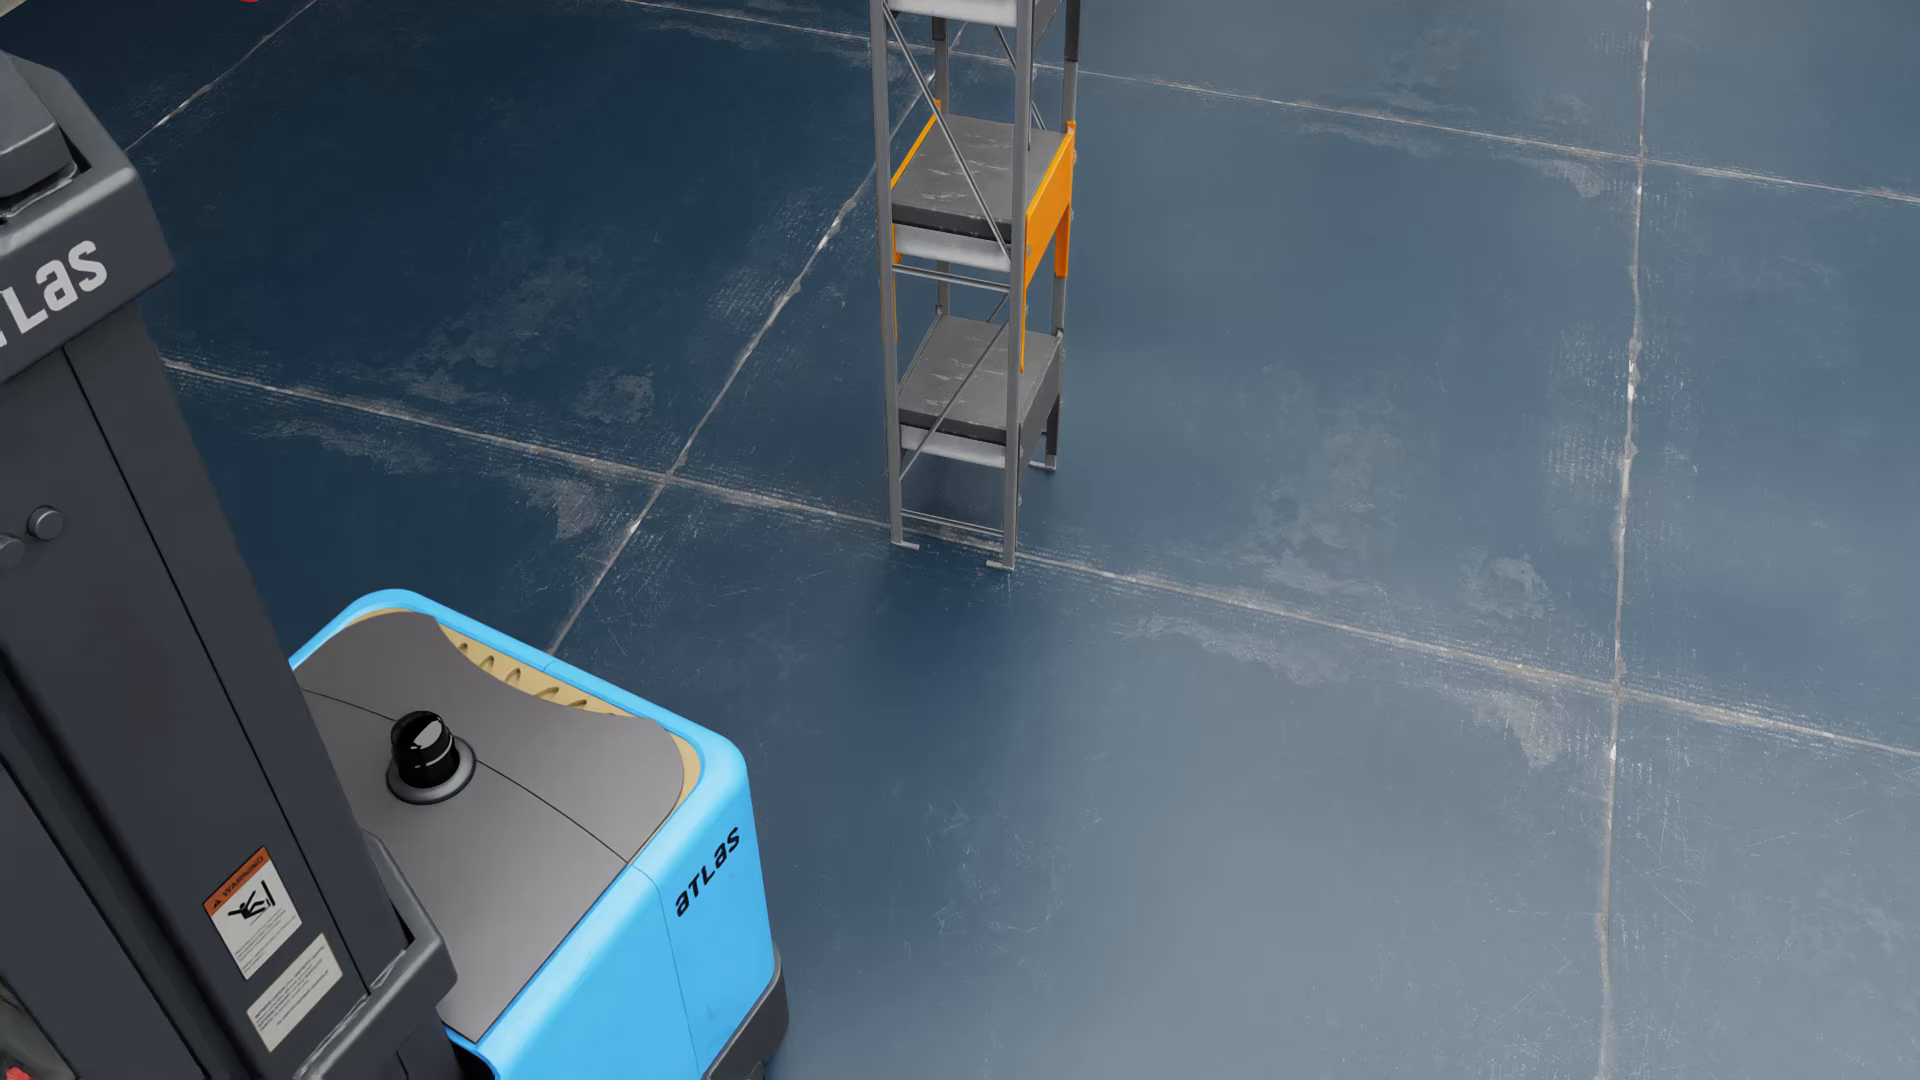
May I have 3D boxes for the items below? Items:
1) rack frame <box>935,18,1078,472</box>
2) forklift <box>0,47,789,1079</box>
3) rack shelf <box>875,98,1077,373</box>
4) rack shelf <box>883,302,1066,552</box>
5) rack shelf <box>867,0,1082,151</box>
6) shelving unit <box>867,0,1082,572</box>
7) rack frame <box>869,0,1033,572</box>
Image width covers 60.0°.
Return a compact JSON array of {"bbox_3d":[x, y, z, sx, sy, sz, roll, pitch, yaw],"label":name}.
[{"bbox_3d":[0.124,-1.023,4.795,0.400,2.100,0.015,13,46,13],"label":"rack frame"},{"bbox_3d":[-1.570,0.867,2.268,1.130,2.935,3.031,21,48,20],"label":"forklift"},{"bbox_3d":[0.050,-0.851,4.638,0.431,0.518,0.480,13,46,13],"label":"rack shelf"},{"bbox_3d":[0.050,-0.351,5.128,0.431,0.518,0.480,13,46,13],"label":"rack shelf"},{"bbox_3d":[0.050,-1.351,4.148,0.431,0.518,0.480,13,46,13],"label":"rack shelf"},{"bbox_3d":[0.050,-0.861,4.628,0.431,2.100,0.503,13,46,13],"label":"shelving unit"},{"bbox_3d":[-0.024,-0.698,4.462,0.400,2.100,0.015,13,46,13],"label":"rack frame"}]
